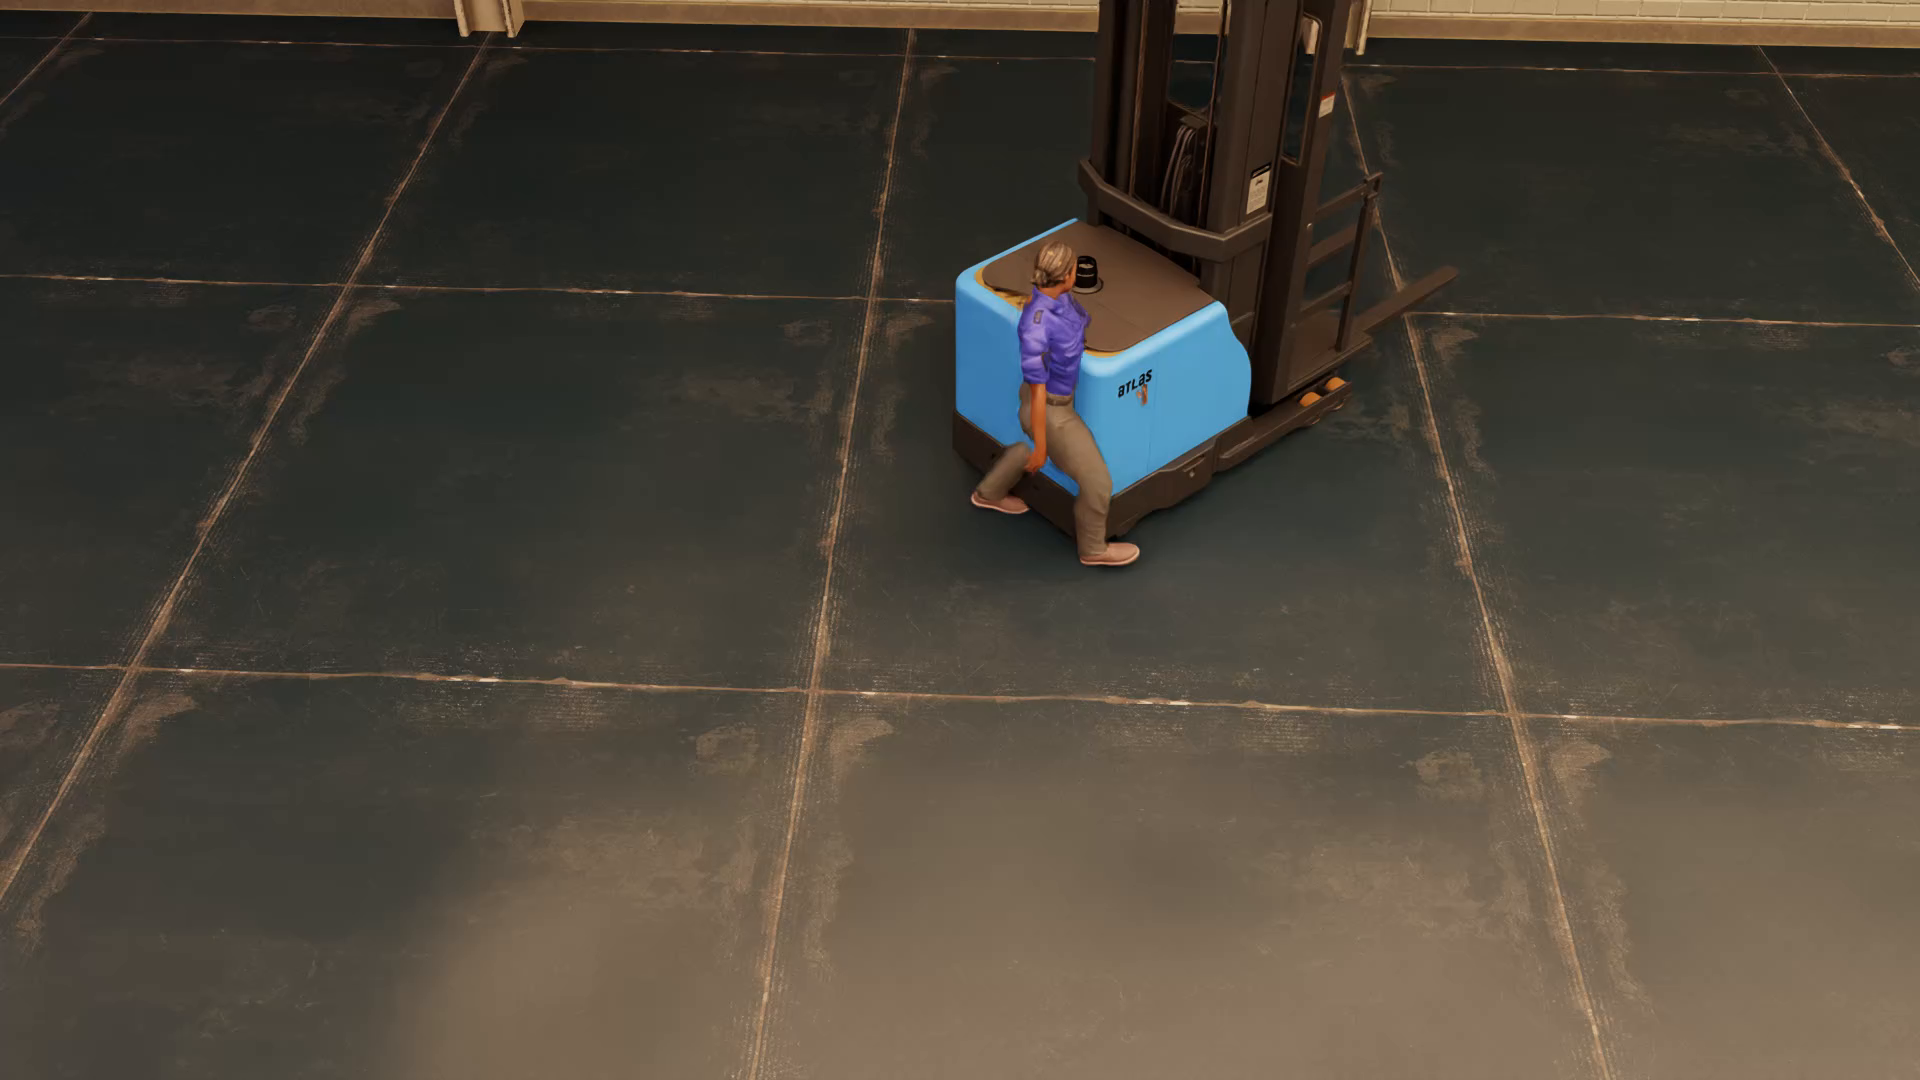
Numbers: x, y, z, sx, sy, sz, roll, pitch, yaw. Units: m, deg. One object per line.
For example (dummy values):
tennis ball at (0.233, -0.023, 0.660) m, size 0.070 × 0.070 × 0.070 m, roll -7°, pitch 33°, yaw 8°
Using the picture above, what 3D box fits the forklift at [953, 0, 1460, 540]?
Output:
forklift at (1.410, -1.918, 7.843) m, size 3.031 × 2.935 × 1.130 m, roll -30°, pitch 50°, yaw -29°

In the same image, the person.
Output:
person at (0.441, -0.572, 7.388) m, size 0.814 × 1.577 × 0.615 m, roll 3°, pitch 42°, yaw 4°
